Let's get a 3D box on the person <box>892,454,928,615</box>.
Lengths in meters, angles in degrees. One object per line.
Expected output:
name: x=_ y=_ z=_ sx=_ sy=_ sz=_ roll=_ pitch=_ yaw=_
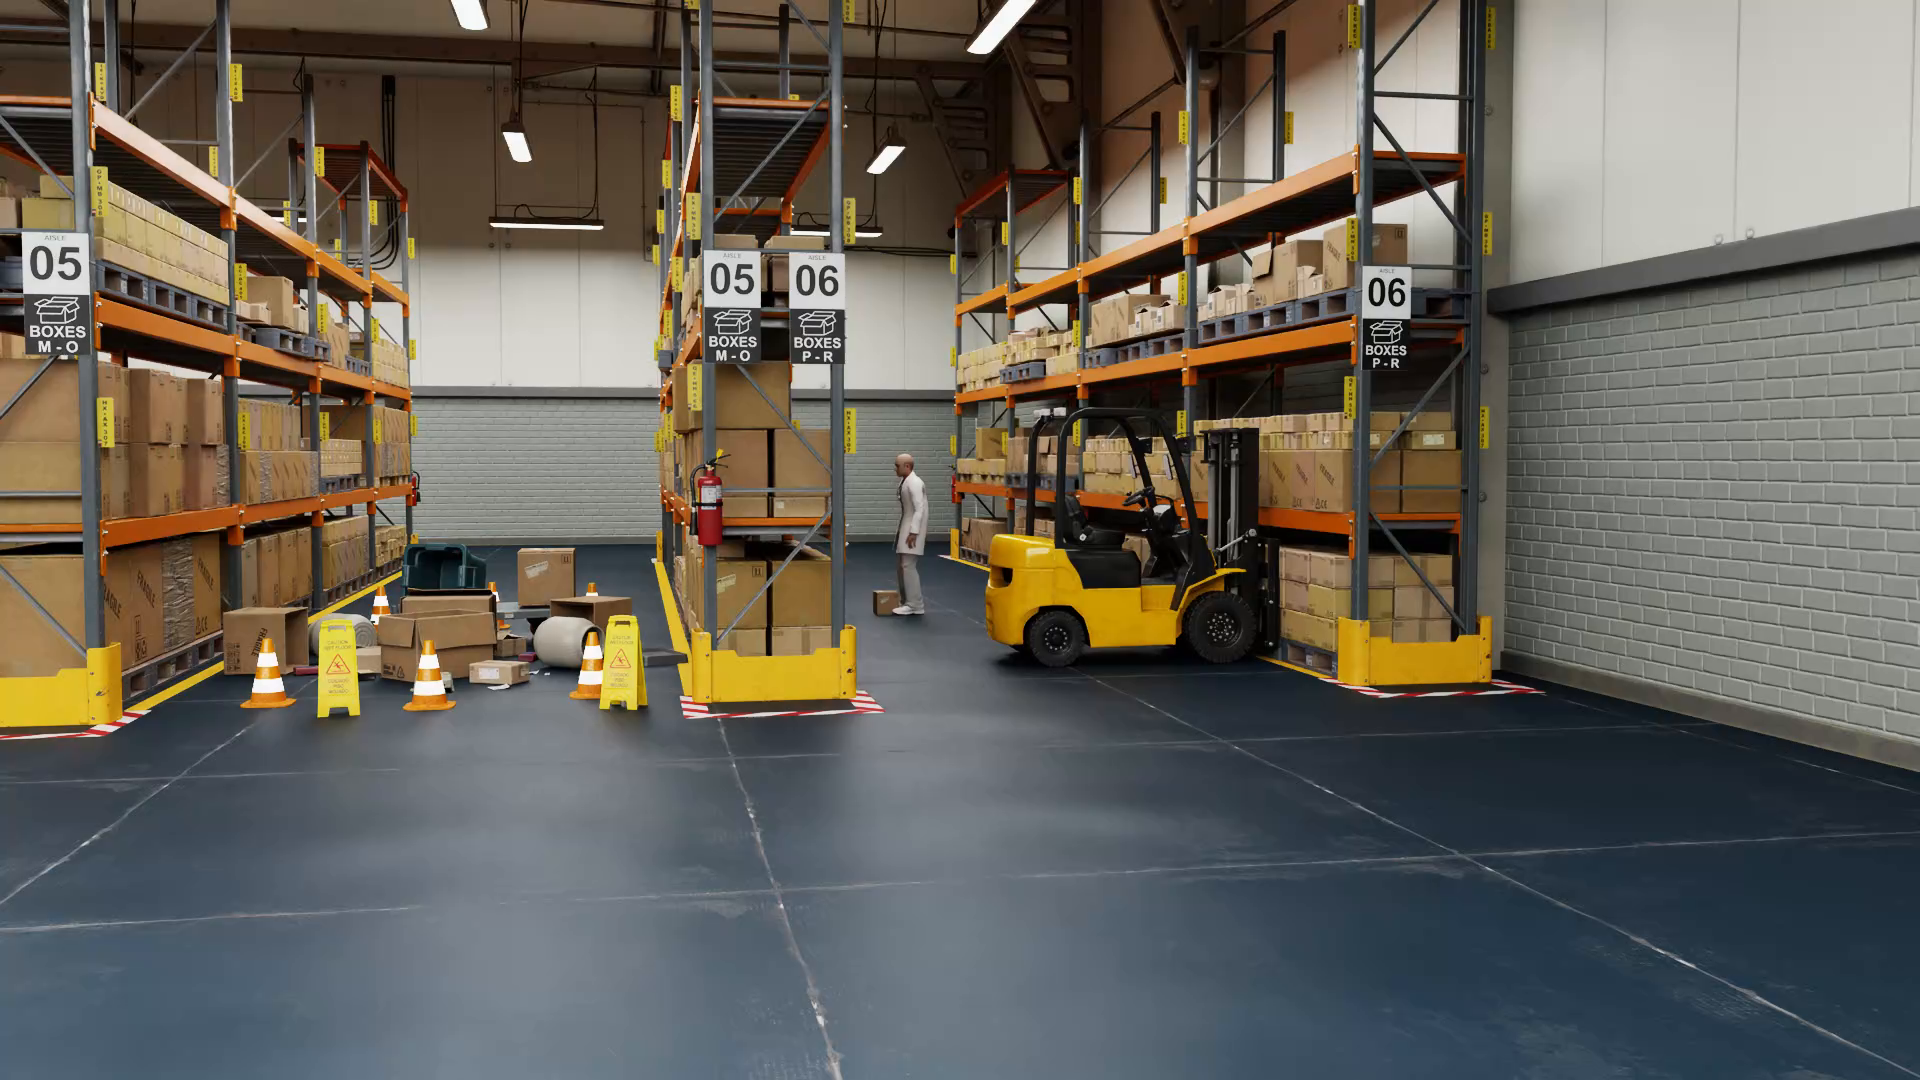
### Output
person: x=-0.574 y=-0.067 z=18.441 sx=0.422 sy=1.773 sz=0.652 roll=-1 pitch=3 yaw=-15
